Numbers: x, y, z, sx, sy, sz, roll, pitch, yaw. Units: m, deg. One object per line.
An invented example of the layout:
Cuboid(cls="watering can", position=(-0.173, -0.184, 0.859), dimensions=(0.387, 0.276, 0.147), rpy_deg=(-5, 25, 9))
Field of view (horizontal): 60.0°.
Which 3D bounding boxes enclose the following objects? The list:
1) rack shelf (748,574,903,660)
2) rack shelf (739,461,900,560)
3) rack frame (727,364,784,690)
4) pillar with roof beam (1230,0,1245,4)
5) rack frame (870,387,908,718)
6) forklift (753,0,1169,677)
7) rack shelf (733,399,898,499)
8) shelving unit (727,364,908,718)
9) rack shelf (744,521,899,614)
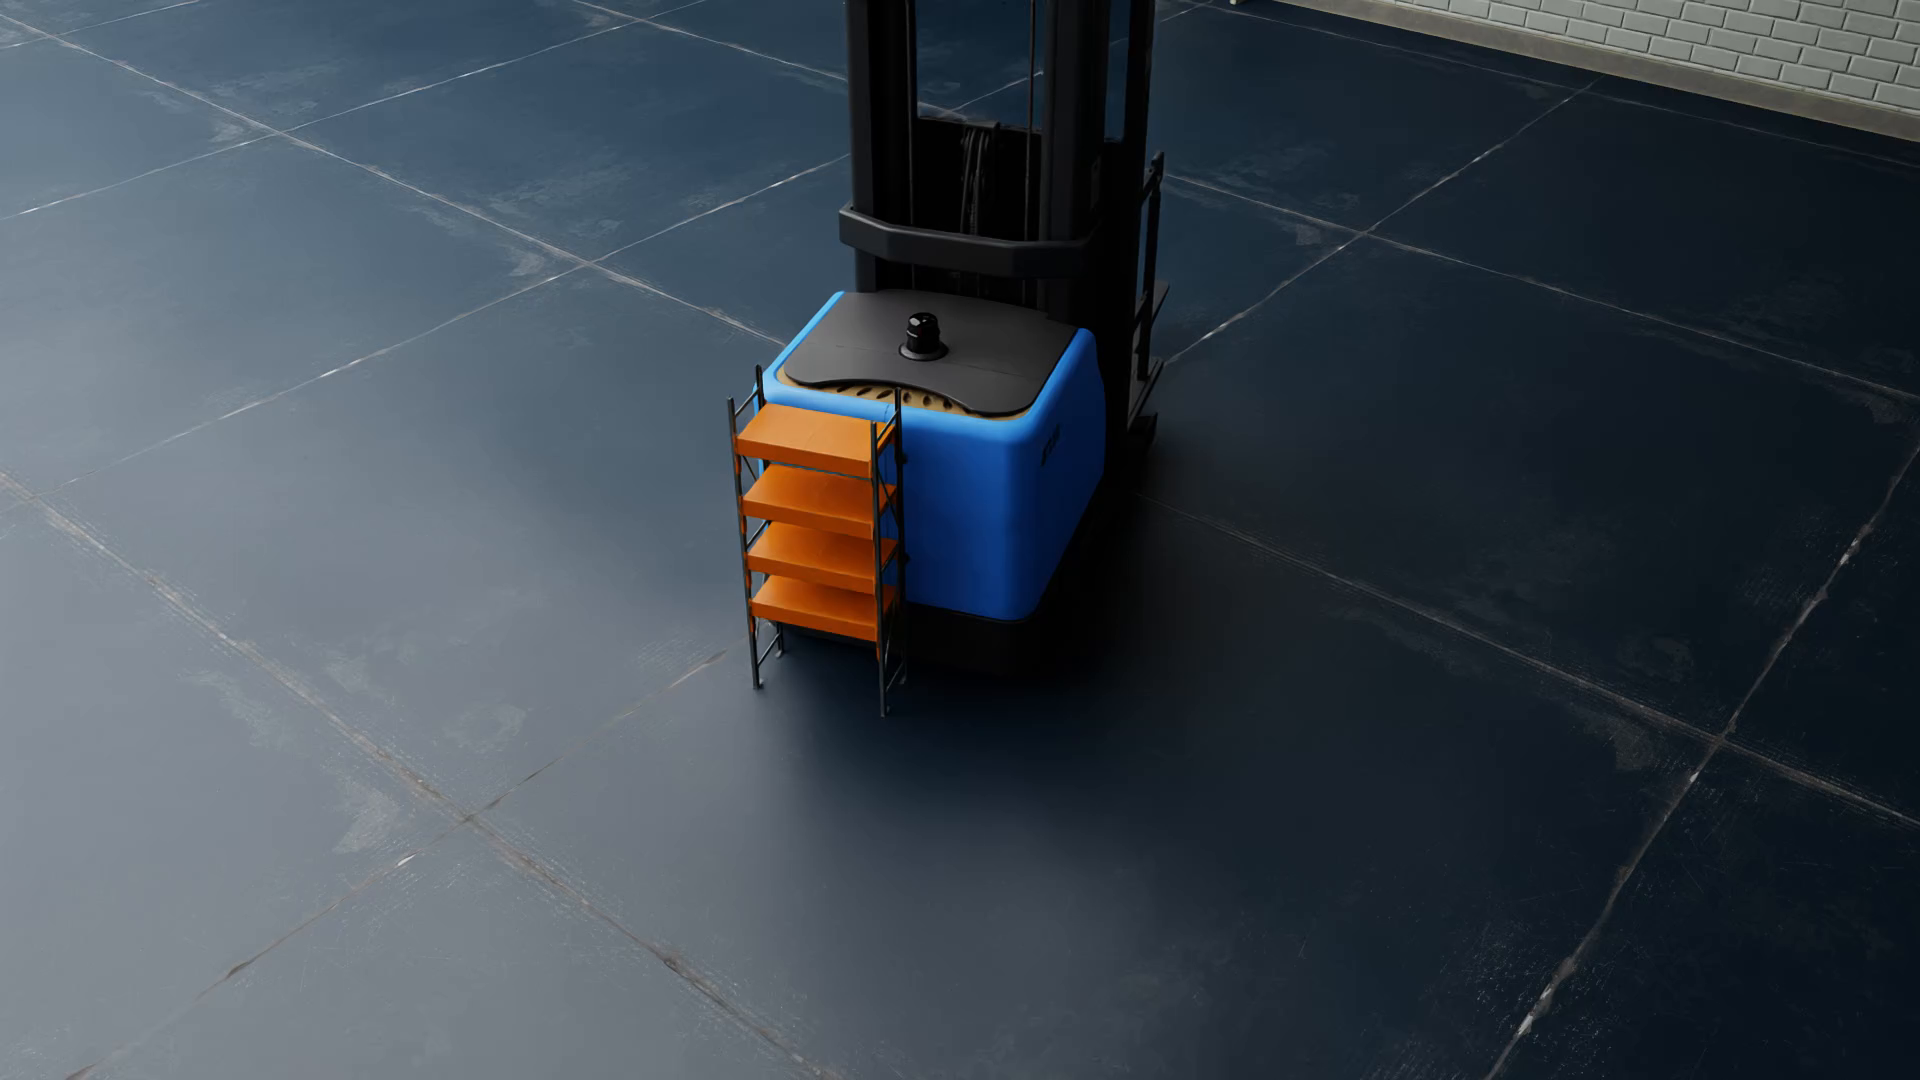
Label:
Cuboid(cls="rack shelf", position=(-0.464, 0.241, 5.807), dimensions=(0.480, 0.148, 0.258), rpy_deg=(11, 36, 15))
Cuboid(cls="rack shelf", position=(-0.465, -0.106, 5.566), dimensions=(0.480, 0.148, 0.258), rpy_deg=(11, 36, 15))
Cuboid(cls="rack frame", position=(-0.696, -0.021, 5.720), dimensions=(0.015, 1.200, 0.240), rpy_deg=(11, 36, 15))
Cuboid(cls="pillar with roof beam", position=(-0.699, -6.069, 7.639), dimensions=(0.400, 9.000, 9.100), rpy_deg=(25, 42, 32))
Cuboid(cls="rack frame", position=(-0.234, 0.067, 5.592), dimensions=(0.015, 1.200, 0.240), rpy_deg=(11, 36, 15))
Cuboid(cls="forklift", position=(0.229, -1.552, 6.422), dimensions=(1.130, 2.935, 3.031), rpy_deg=(11, 36, 15))
Cuboid(cls="rack shelf", position=(-0.466, -0.300, 5.431), dimensions=(0.480, 0.148, 0.258), rpy_deg=(11, 36, 15))
Cuboid(cls="shelving unit", position=(-0.465, 0.023, 5.656), dimensions=(0.503, 1.200, 0.258), rpy_deg=(11, 36, 15))
Cuboid(cls="rack shelf", position=(-0.465, 0.078, 5.694), dimensions=(0.480, 0.148, 0.258), rpy_deg=(11, 36, 15))
